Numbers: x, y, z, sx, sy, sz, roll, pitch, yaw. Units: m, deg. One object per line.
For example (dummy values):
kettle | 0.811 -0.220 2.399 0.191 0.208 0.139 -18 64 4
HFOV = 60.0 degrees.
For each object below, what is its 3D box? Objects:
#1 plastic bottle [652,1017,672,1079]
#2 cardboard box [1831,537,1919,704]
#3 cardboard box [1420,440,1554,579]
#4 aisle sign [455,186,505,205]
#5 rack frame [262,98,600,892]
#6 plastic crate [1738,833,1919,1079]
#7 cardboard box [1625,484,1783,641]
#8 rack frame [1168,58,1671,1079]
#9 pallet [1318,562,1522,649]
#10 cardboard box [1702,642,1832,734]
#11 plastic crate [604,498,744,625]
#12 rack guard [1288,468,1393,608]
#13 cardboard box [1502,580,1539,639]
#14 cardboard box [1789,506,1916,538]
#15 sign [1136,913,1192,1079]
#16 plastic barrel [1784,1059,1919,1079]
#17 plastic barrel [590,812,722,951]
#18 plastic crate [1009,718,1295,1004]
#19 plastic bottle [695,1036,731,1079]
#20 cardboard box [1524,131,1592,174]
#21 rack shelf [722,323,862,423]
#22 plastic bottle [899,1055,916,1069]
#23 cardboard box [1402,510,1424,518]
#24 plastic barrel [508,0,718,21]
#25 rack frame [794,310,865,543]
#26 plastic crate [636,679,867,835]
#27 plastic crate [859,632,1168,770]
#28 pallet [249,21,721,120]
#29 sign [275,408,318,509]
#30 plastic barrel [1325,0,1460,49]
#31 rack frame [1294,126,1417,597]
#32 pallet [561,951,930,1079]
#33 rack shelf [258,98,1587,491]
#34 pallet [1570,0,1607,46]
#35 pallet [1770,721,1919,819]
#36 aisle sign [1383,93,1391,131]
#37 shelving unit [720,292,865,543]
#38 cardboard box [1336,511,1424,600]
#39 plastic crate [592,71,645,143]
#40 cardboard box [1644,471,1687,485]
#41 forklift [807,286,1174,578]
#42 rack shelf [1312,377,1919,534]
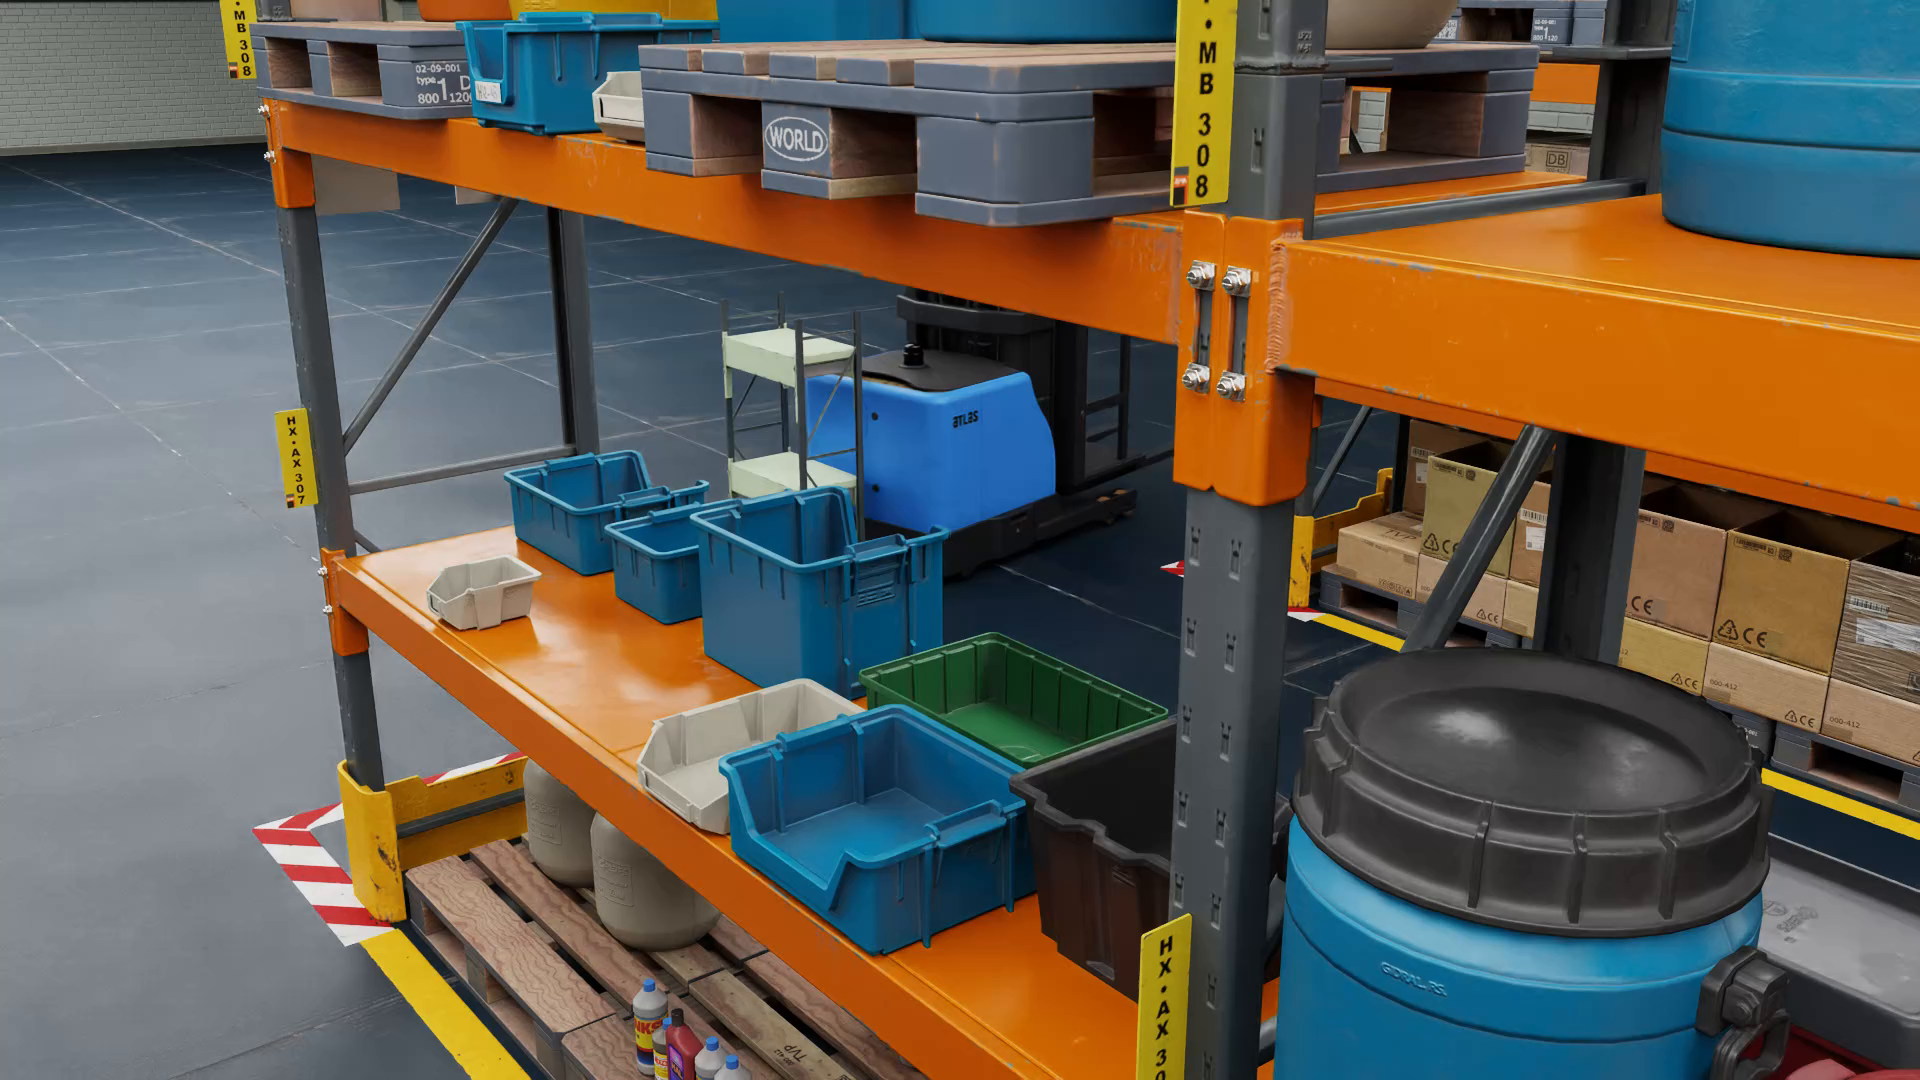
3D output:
plastic bottle | -0.797 1.411 4.582 0.097 0.201 0.097 0 18 0
cardboard box | 3.866 0.331 6.605 0.500 0.500 0.500 -14 23 -36
cardboard box | 2.613 -0.159 8.085 0.500 0.500 0.500 -14 23 -36
aisle sign | -1.554 -1.552 5.641 0.394 0.787 0.004 -14 23 -36
rack frame | -1.743 -0.242 5.821 1.000 3.000 0.127 -14 23 -36
plastic crate | 1.282 0.773 2.654 0.402 0.464 0.583 -14 23 -36
cardboard box | 3.231 0.088 7.338 0.500 0.500 0.500 -14 23 -36
rack frame | 0.741 0.744 2.844 1.000 3.000 0.127 -14 23 -36
pallet | 2.650 0.296 8.632 1.003 0.211 1.213 -14 23 -36
cardboard box | 3.542 0.567 7.085 0.500 0.250 0.500 -14 23 -36
plastic crate | -0.798 0.055 5.161 0.499 0.251 0.408 -14 23 -36
rack guard | 2.128 -0.027 9.148 1.175 0.500 0.348 -14 23 -36
cardboard box | 2.925 0.320 7.831 0.500 0.250 0.500 -14 23 -36
cardboard box | 3.963 0.106 7.283 0.500 0.500 0.500 -14 23 -36
sign | 0.303 0.717 2.485 0.100 0.325 0.005 -14 23 -36
plastic barrel | 1.163 0.958 1.982 0.433 0.535 0.433 0 18 0
plastic barrel | -0.963 1.011 5.328 0.421 0.512 0.421 0 18 0
plastic crate | 0.516 0.619 3.318 0.767 0.338 0.504 -14 23 -36
plastic bottle | -0.648 1.437 4.393 0.097 0.271 0.097 0 18 0
cardboard box | 2.786 -1.612 7.736 0.700 0.500 0.500 -15 23 -38
rack shelf | -0.913 -0.913 8.992 0.431 0.370 0.720 -14 23 -36
plastic bottle | -0.124 1.375 4.689 0.097 0.201 0.097 0 18 0
cardboard box | 2.707 -0.027 8.879 0.500 0.250 0.500 -14 23 -36
plastic barrel | -0.935 -1.698 4.480 0.600 0.588 0.600 0 18 0
rack frame | -0.683 -0.453 8.844 0.400 1.500 0.023 -14 23 -36
plastic crate | -0.466 0.518 3.945 0.530 0.136 0.437 -14 23 -36
plastic crate | 0.119 0.455 4.054 0.450 0.188 0.662 -14 23 -36
pallet | -1.306 -1.353 4.706 1.003 0.211 1.213 -14 23 -36
sign | -2.176 -0.267 5.456 0.100 0.325 0.005 -14 23 -36
plastic barrel | 0.628 -1.077 2.725 0.421 0.512 0.421 0 18 0
rack frame | 2.143 -1.208 8.738 1.000 3.000 0.127 -14 23 -36
pallet | -0.405 1.593 4.715 1.003 0.211 1.213 -14 23 -36
rack shelf | -0.501 -0.831 3.974 1.077 0.370 4.000 -14 23 -36
pallet | 3.323 -2.109 6.830 1.003 0.211 1.213 -14 23 -36
pallet | 4.165 0.898 6.816 1.003 0.211 1.213 -14 23 -36
aisle sign | 2.332 -2.515 8.551 0.394 0.787 0.004 -14 23 -36
shelving unit | -0.913 -0.542 9.115 0.431 1.500 0.755 -14 23 -36
cardboard box | 2.301 0.074 8.574 0.500 0.250 0.500 -14 23 -36
plastic crate | -0.572 -0.872 3.370 0.243 0.136 0.396 -14 23 -36
cardboard box | 3.341 -0.140 8.027 0.500 0.500 0.500 -14 23 -36
forklift | 0.446 -1.580 9.971 1.130 2.935 3.031 14 23 37
rack shelf | 3.384 -0.373 7.362 1.077 0.370 4.000 -14 23 -36
